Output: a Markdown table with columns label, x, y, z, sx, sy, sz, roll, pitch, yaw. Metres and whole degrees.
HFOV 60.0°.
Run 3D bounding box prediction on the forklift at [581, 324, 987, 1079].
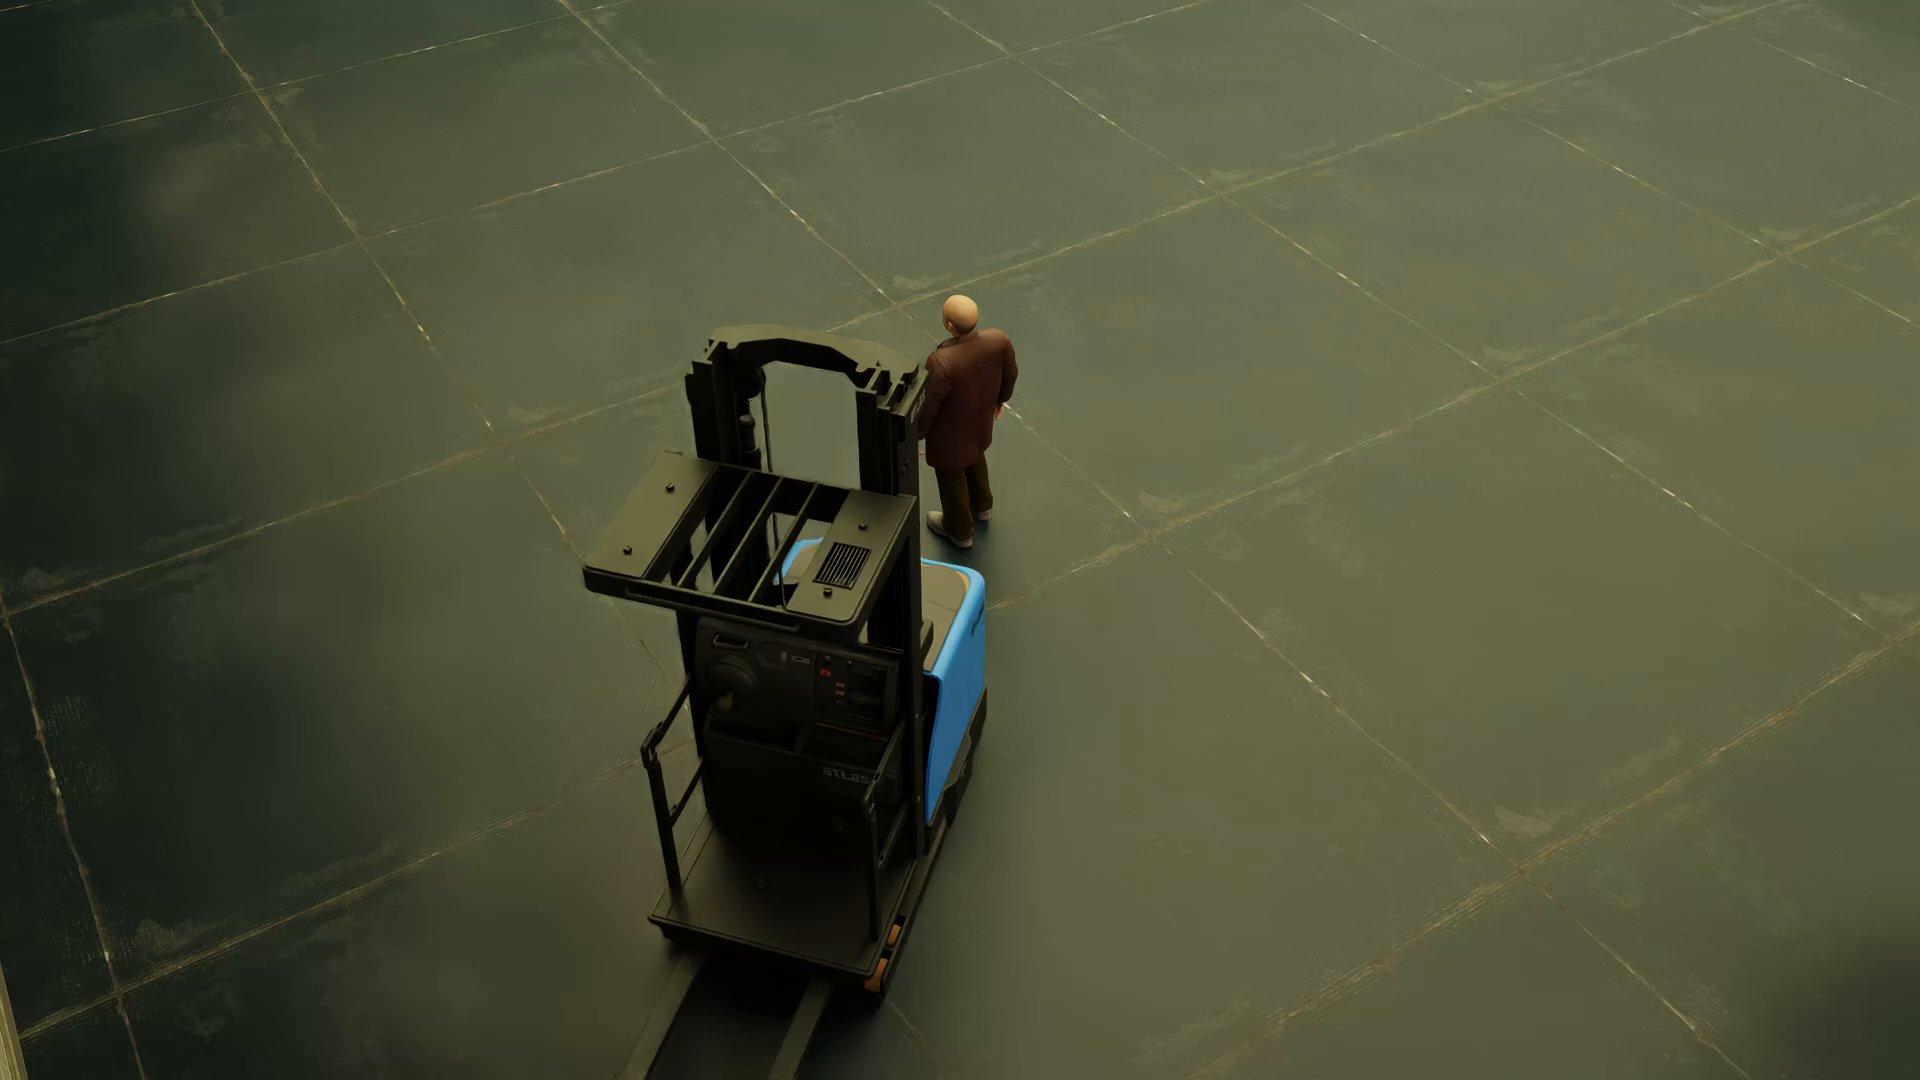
| label | x | y | z | sx | sy | sz | roll | pitch | yaw |
| --- | --- | --- | --- | --- | --- | --- | --- | --- | --- |
| forklift | -0.774 | 0.692 | 7.079 | 1.130 | 2.935 | 3.031 | 11 | 42 | 13 |

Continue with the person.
| label | x | y | z | sx | sy | sz | roll | pitch | yaw |
| --- | --- | --- | --- | --- | --- | --- | --- | --- | --- |
| person | -0.045 | -0.727 | 9.568 | 0.694 | 1.774 | 0.583 | -23 | 46 | -24 |
